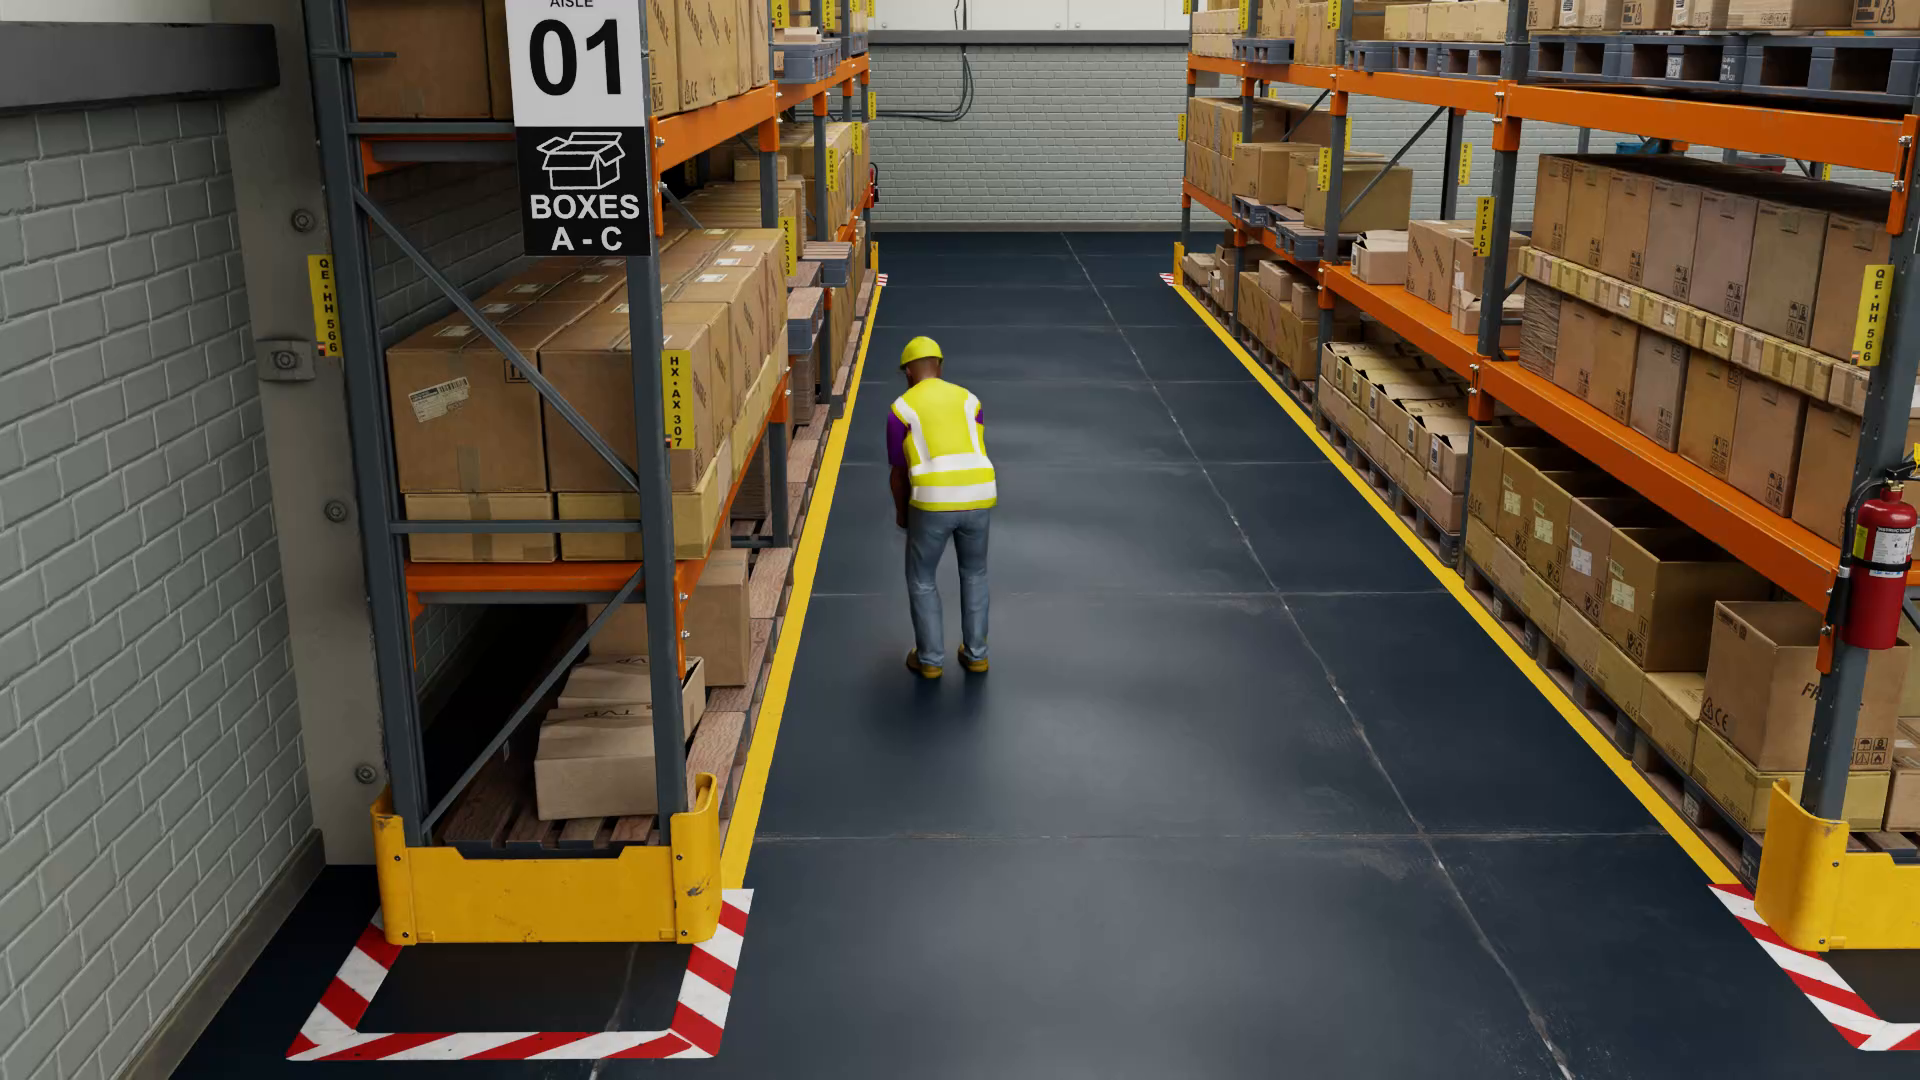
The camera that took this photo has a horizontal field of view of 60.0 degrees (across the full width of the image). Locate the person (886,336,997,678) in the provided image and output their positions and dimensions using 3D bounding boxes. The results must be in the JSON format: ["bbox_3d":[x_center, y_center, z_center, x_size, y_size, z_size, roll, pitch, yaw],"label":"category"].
[{"bbox_3d":[-0.116,-0.175,8.297,0.489,1.634,0.715,-6,18,-18],"label":"person"}]
